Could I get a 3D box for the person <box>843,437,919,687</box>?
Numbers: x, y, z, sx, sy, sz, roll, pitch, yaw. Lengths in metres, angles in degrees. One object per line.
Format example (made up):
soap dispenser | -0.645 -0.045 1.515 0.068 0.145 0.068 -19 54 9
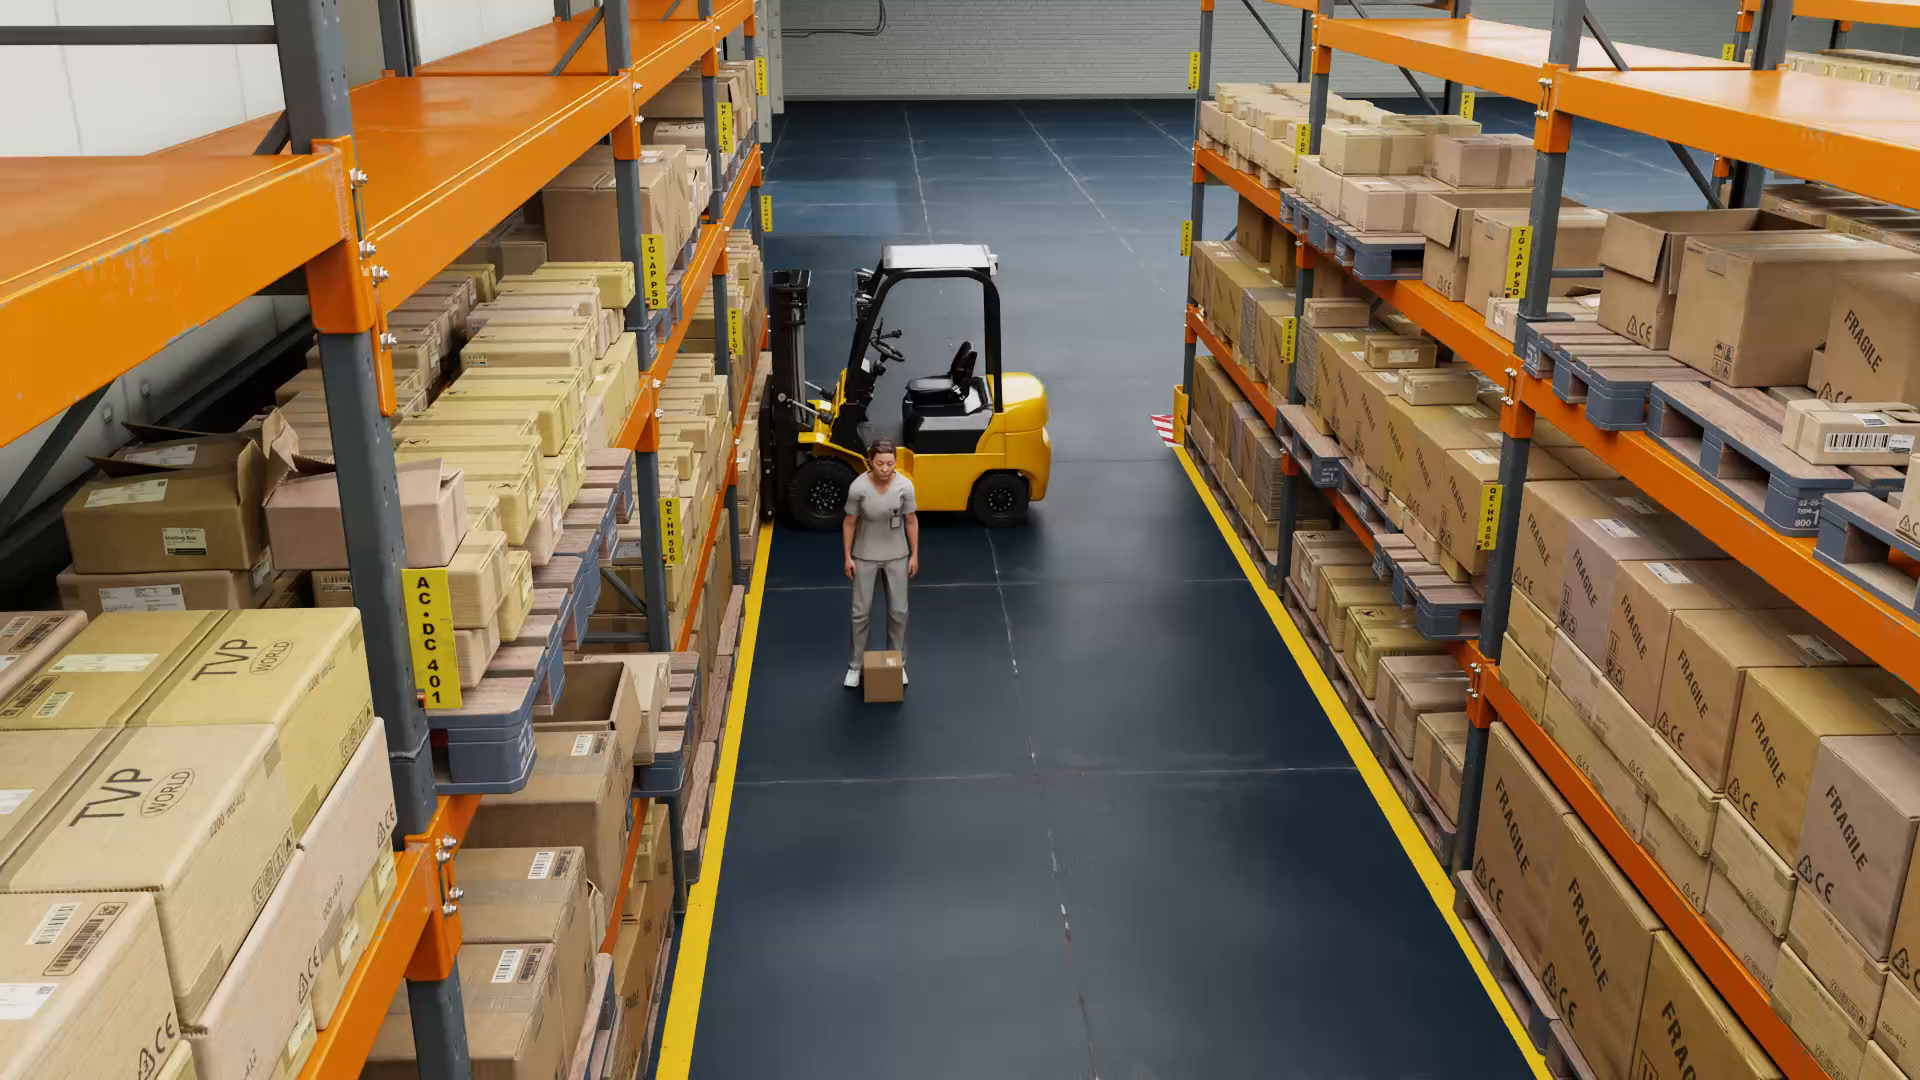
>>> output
person | -0.518 0.129 10.737 0.513 1.671 0.359 -2 21 -6
